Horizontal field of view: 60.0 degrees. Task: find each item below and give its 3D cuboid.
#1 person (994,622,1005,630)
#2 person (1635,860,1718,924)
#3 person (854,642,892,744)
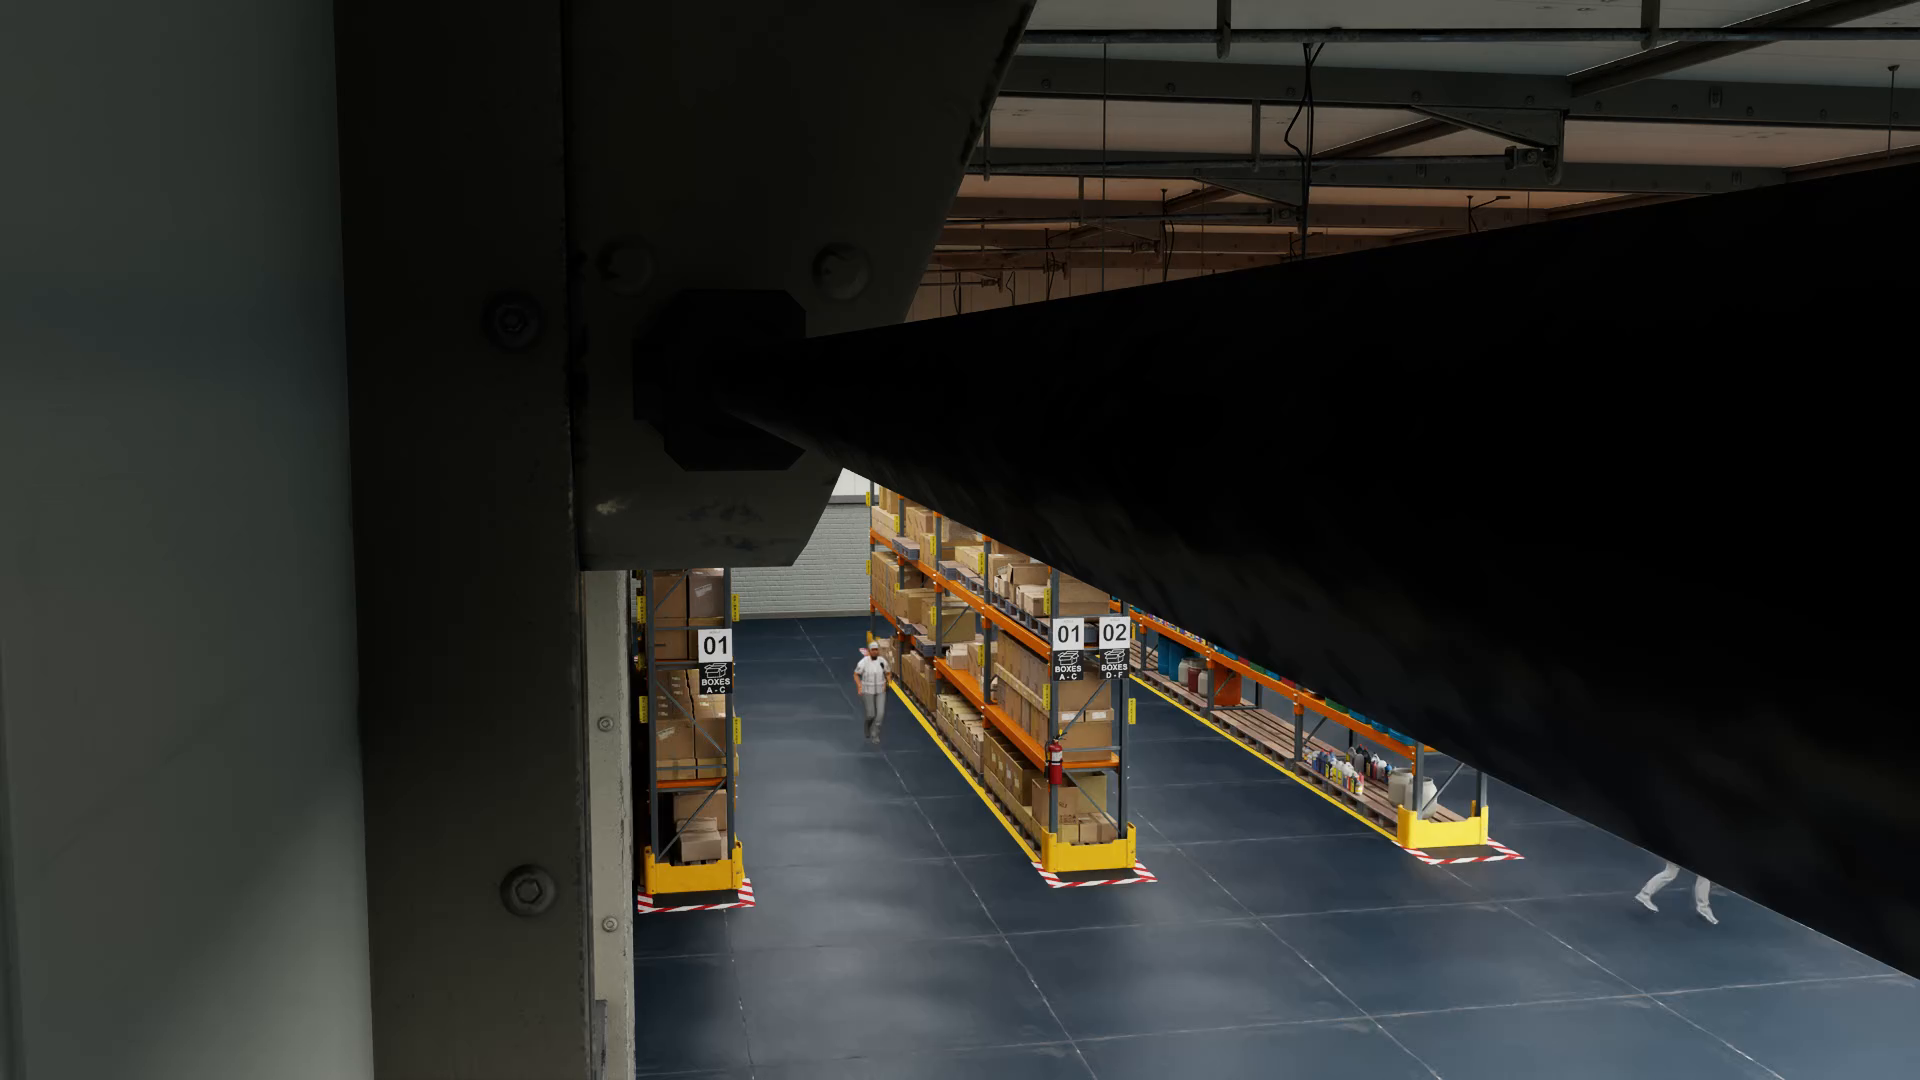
[{"bbox_3d":[0.979,1.851,34.860,0.555,1.716,0.820,-3,7,-23],"label":"person"},{"bbox_3d":[8.222,3.519,19.003,0.897,1.731,0.635,2,6,16],"label":"person"},{"bbox_3d":[-1.384,2.453,26.780,0.616,1.628,0.496,-1,6,-14],"label":"person"}]
